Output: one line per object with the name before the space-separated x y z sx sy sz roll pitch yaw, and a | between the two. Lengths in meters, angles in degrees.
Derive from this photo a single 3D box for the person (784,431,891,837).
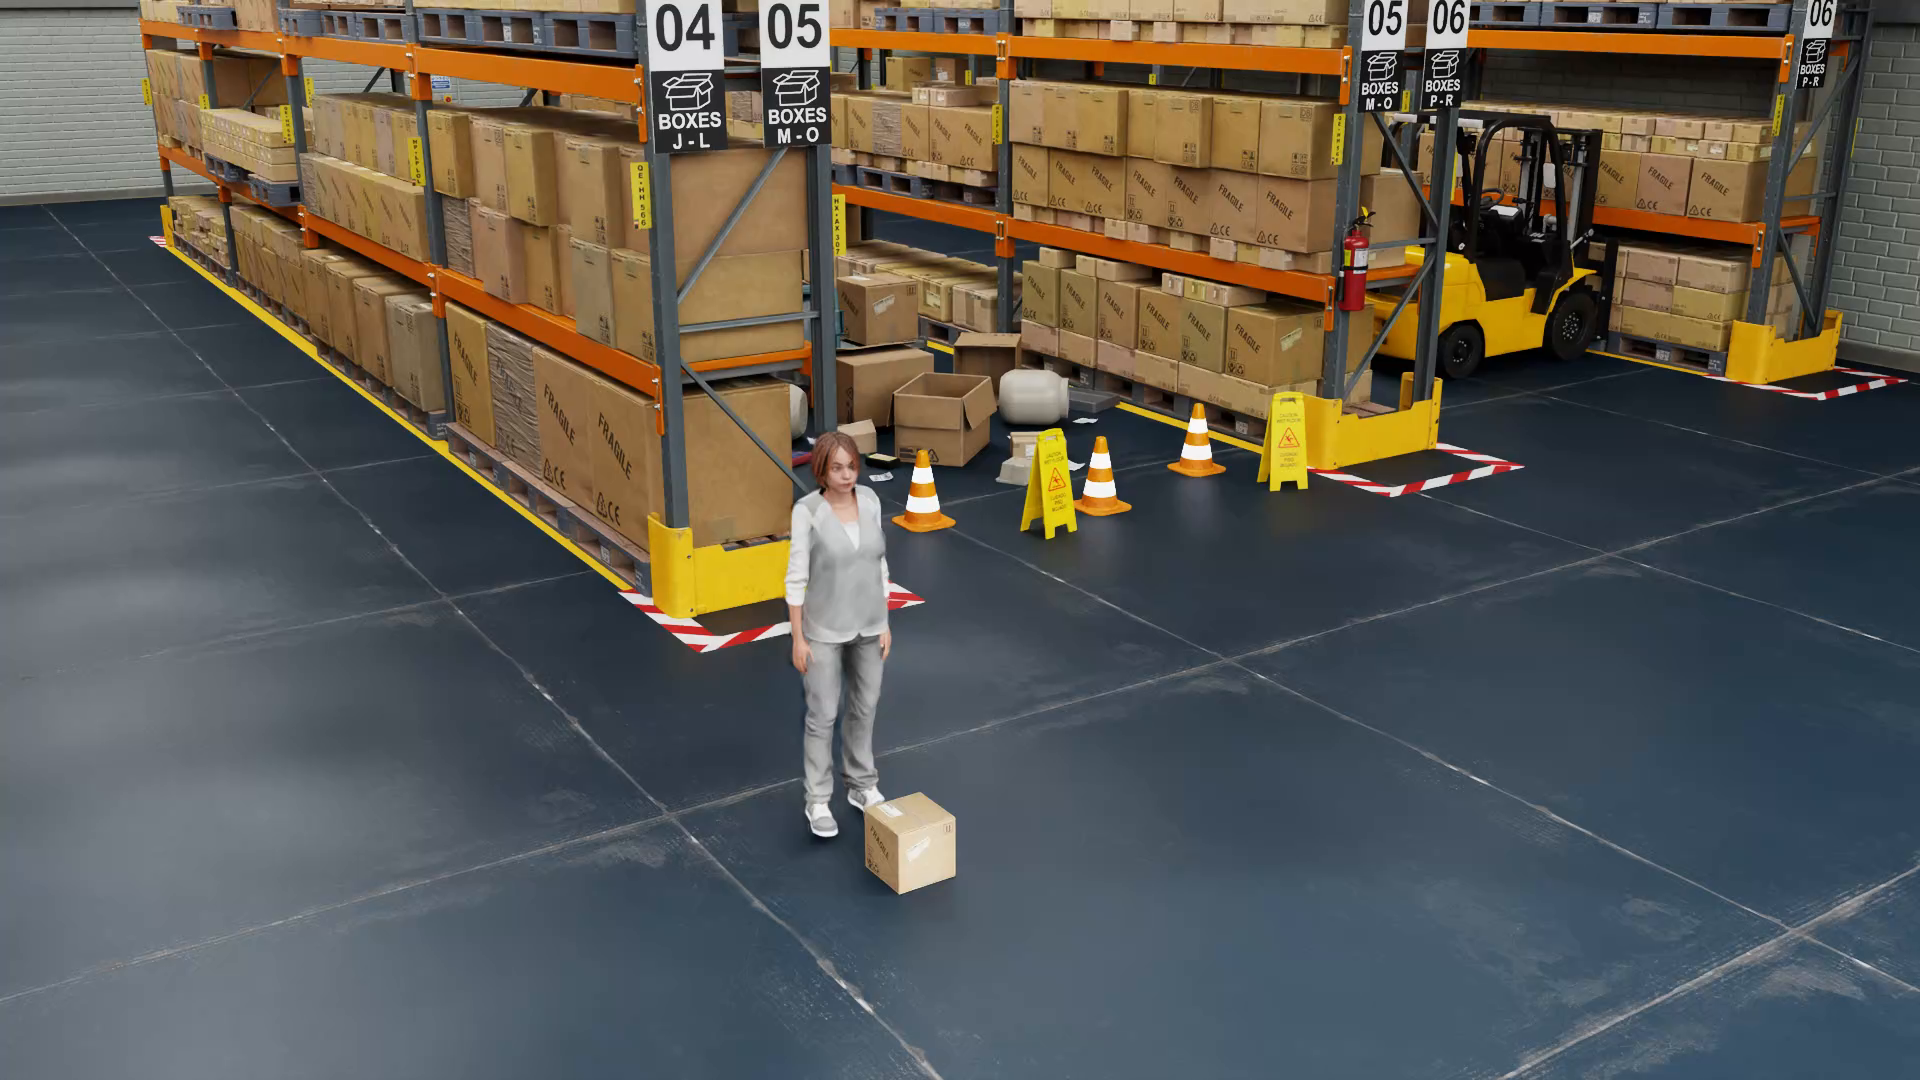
person | -0.462 0.359 6.428 0.421 1.608 0.306 -12 22 -31
